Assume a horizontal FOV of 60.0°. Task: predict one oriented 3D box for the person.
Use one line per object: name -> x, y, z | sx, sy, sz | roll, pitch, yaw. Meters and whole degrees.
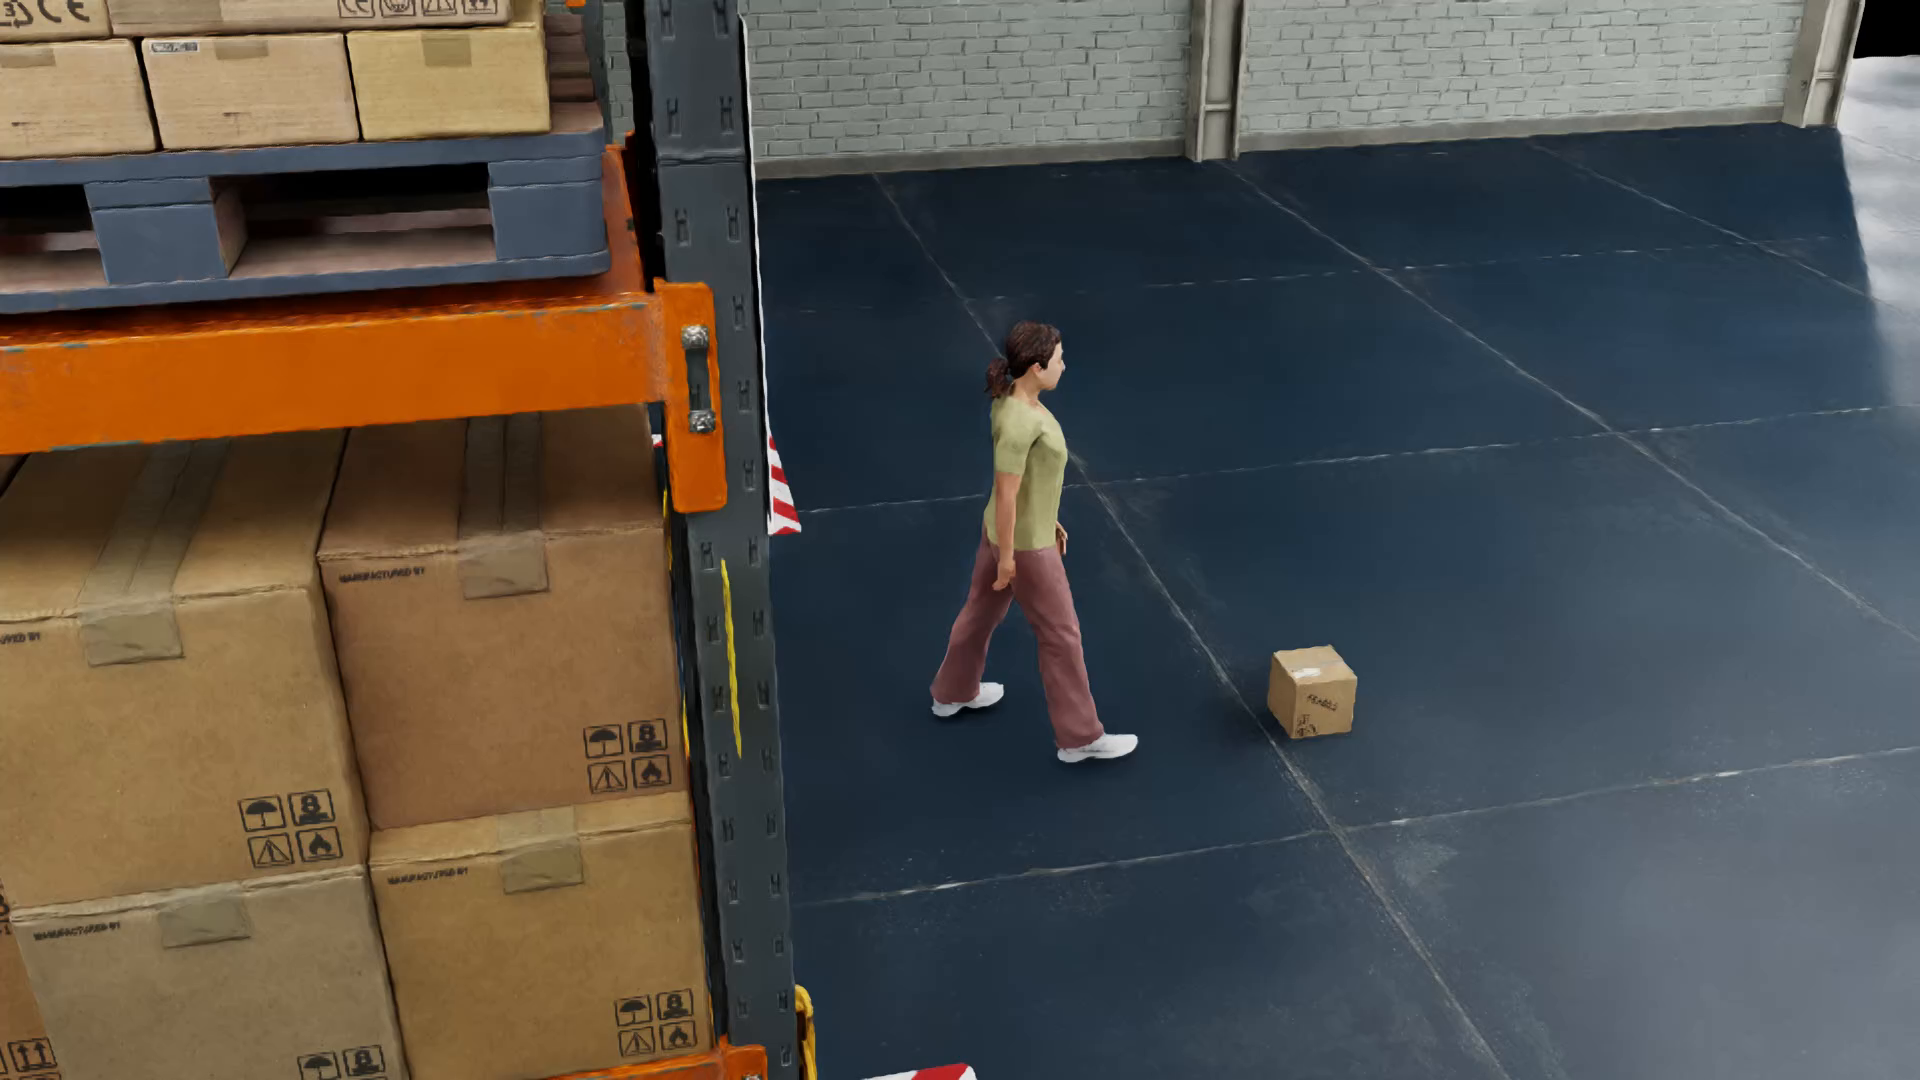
person -> 0.273, 0.002, 6.110 | 0.749, 1.639, 0.568 | -3, 27, -6
